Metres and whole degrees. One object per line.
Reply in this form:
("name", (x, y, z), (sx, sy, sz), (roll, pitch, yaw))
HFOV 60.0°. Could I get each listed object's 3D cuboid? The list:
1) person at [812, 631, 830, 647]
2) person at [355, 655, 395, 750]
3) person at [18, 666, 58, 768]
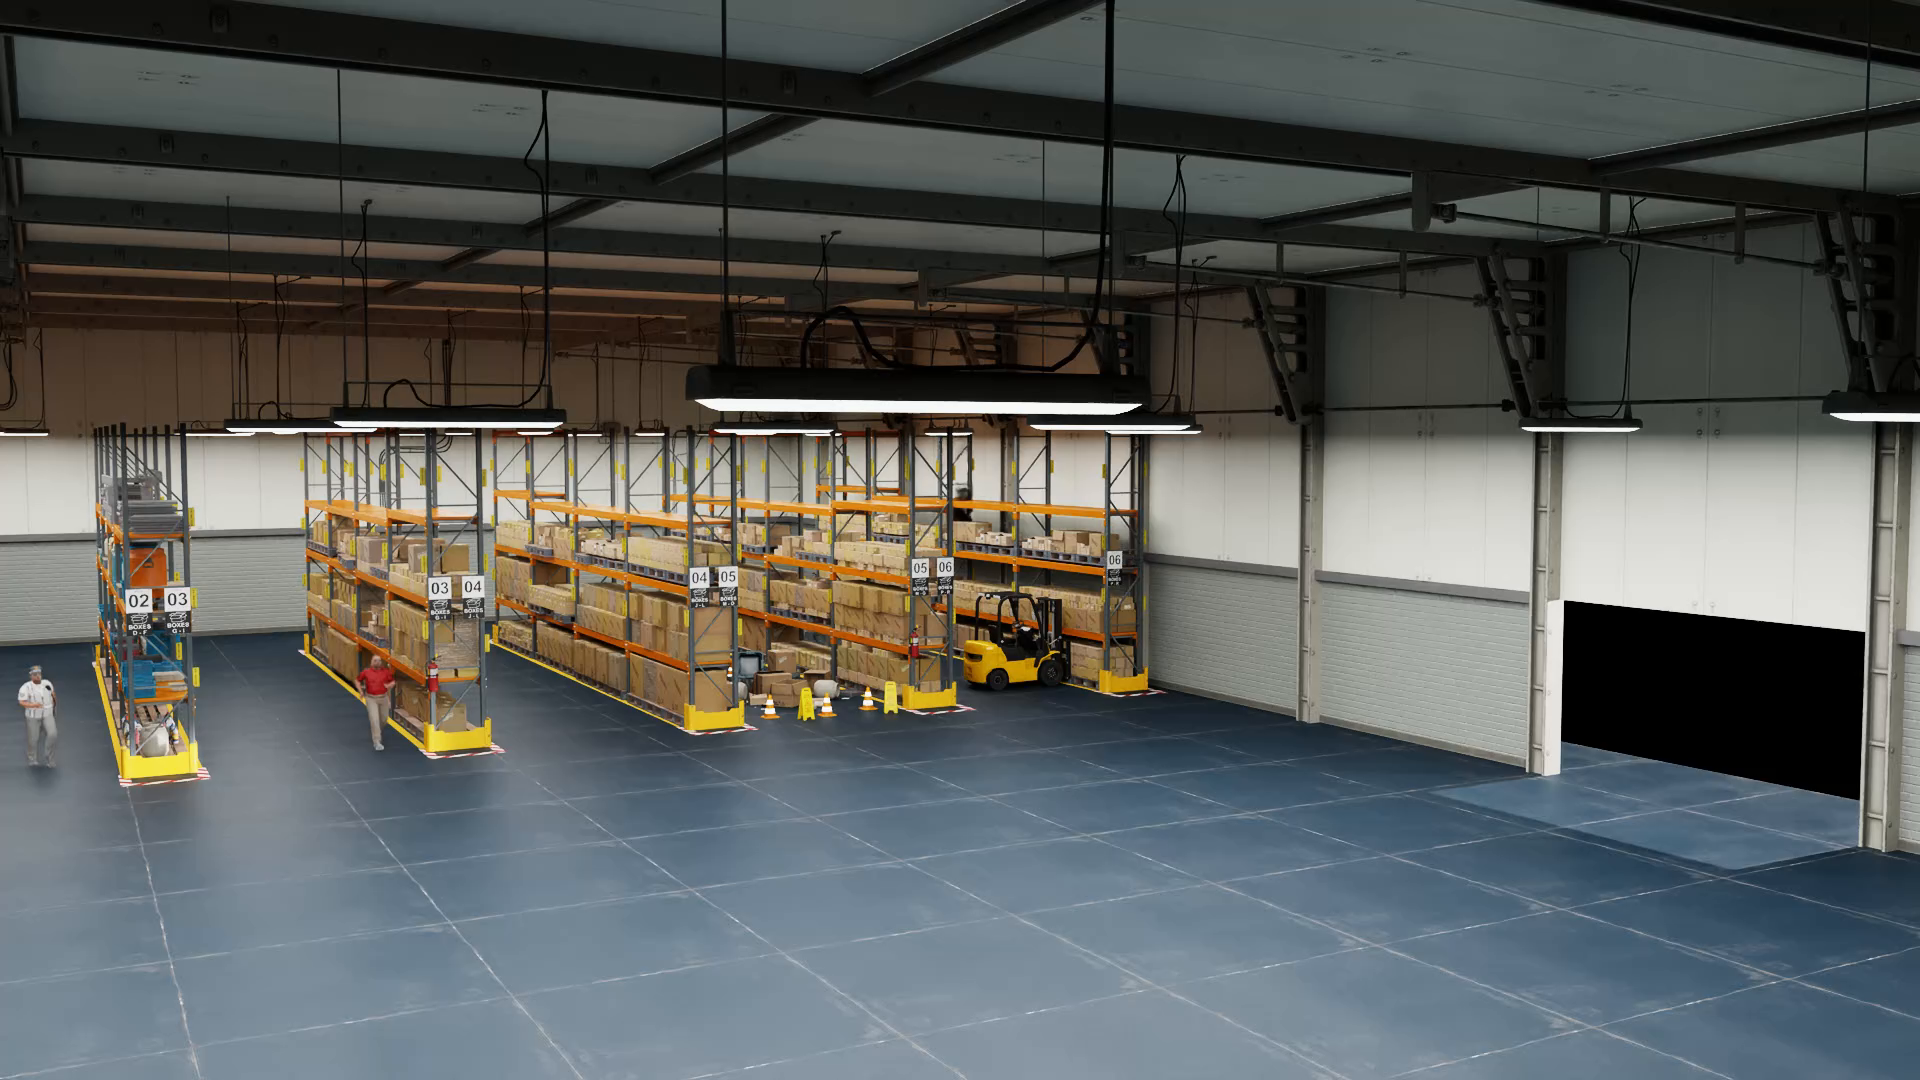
("person", (-3.744, 2.201, 44.788), (0.555, 1.689, 0.686), (-2, 4, -32))
("person", (-10.796, 2.974, 30.792), (0.671, 1.703, 0.989), (-2, 4, -35))
("person", (-16.047, 3.084, 28.992), (0.734, 1.799, 0.650), (3, 5, 45))
